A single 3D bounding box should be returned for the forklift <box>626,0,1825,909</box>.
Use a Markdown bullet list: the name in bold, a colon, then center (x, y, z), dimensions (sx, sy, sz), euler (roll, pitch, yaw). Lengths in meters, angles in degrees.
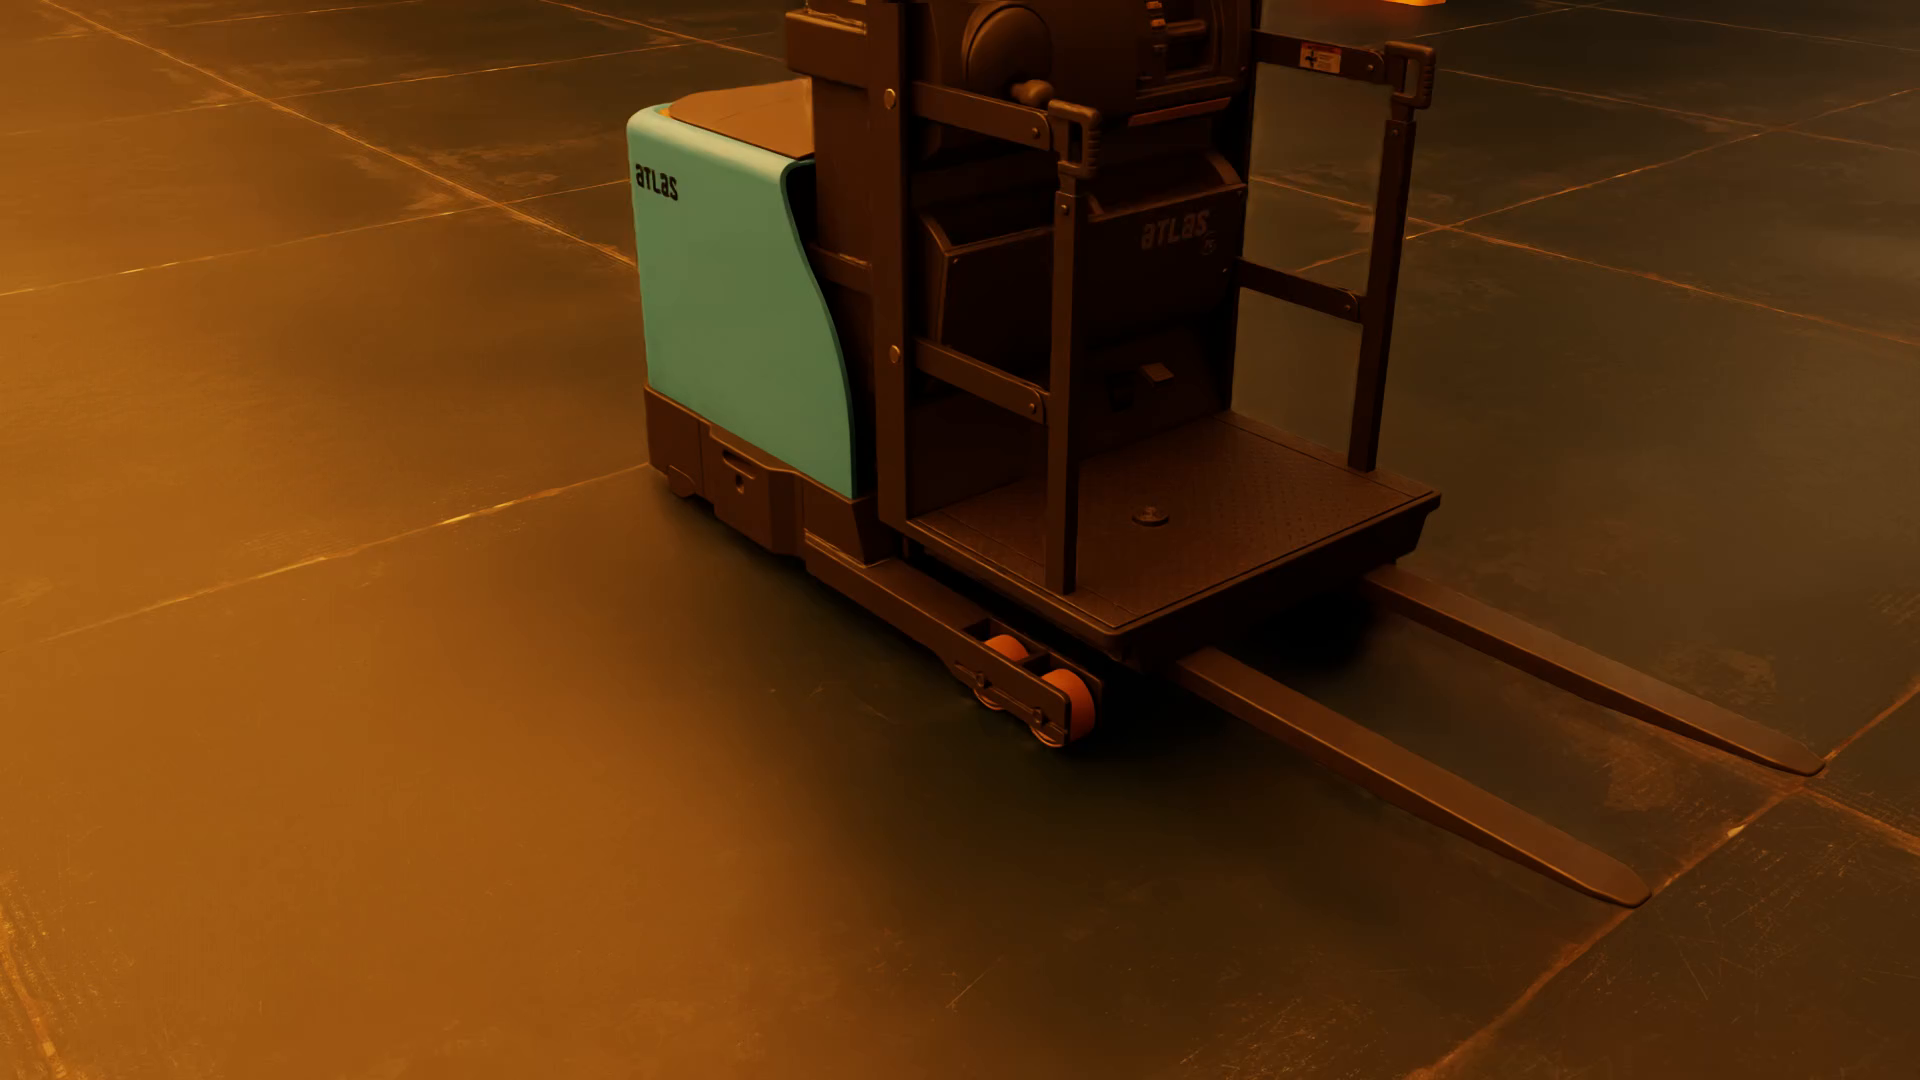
- **forklift**: center (0.423, -1.117, 3.454), dimensions (1.130, 2.935, 3.031), euler (-20, 33, -35)
